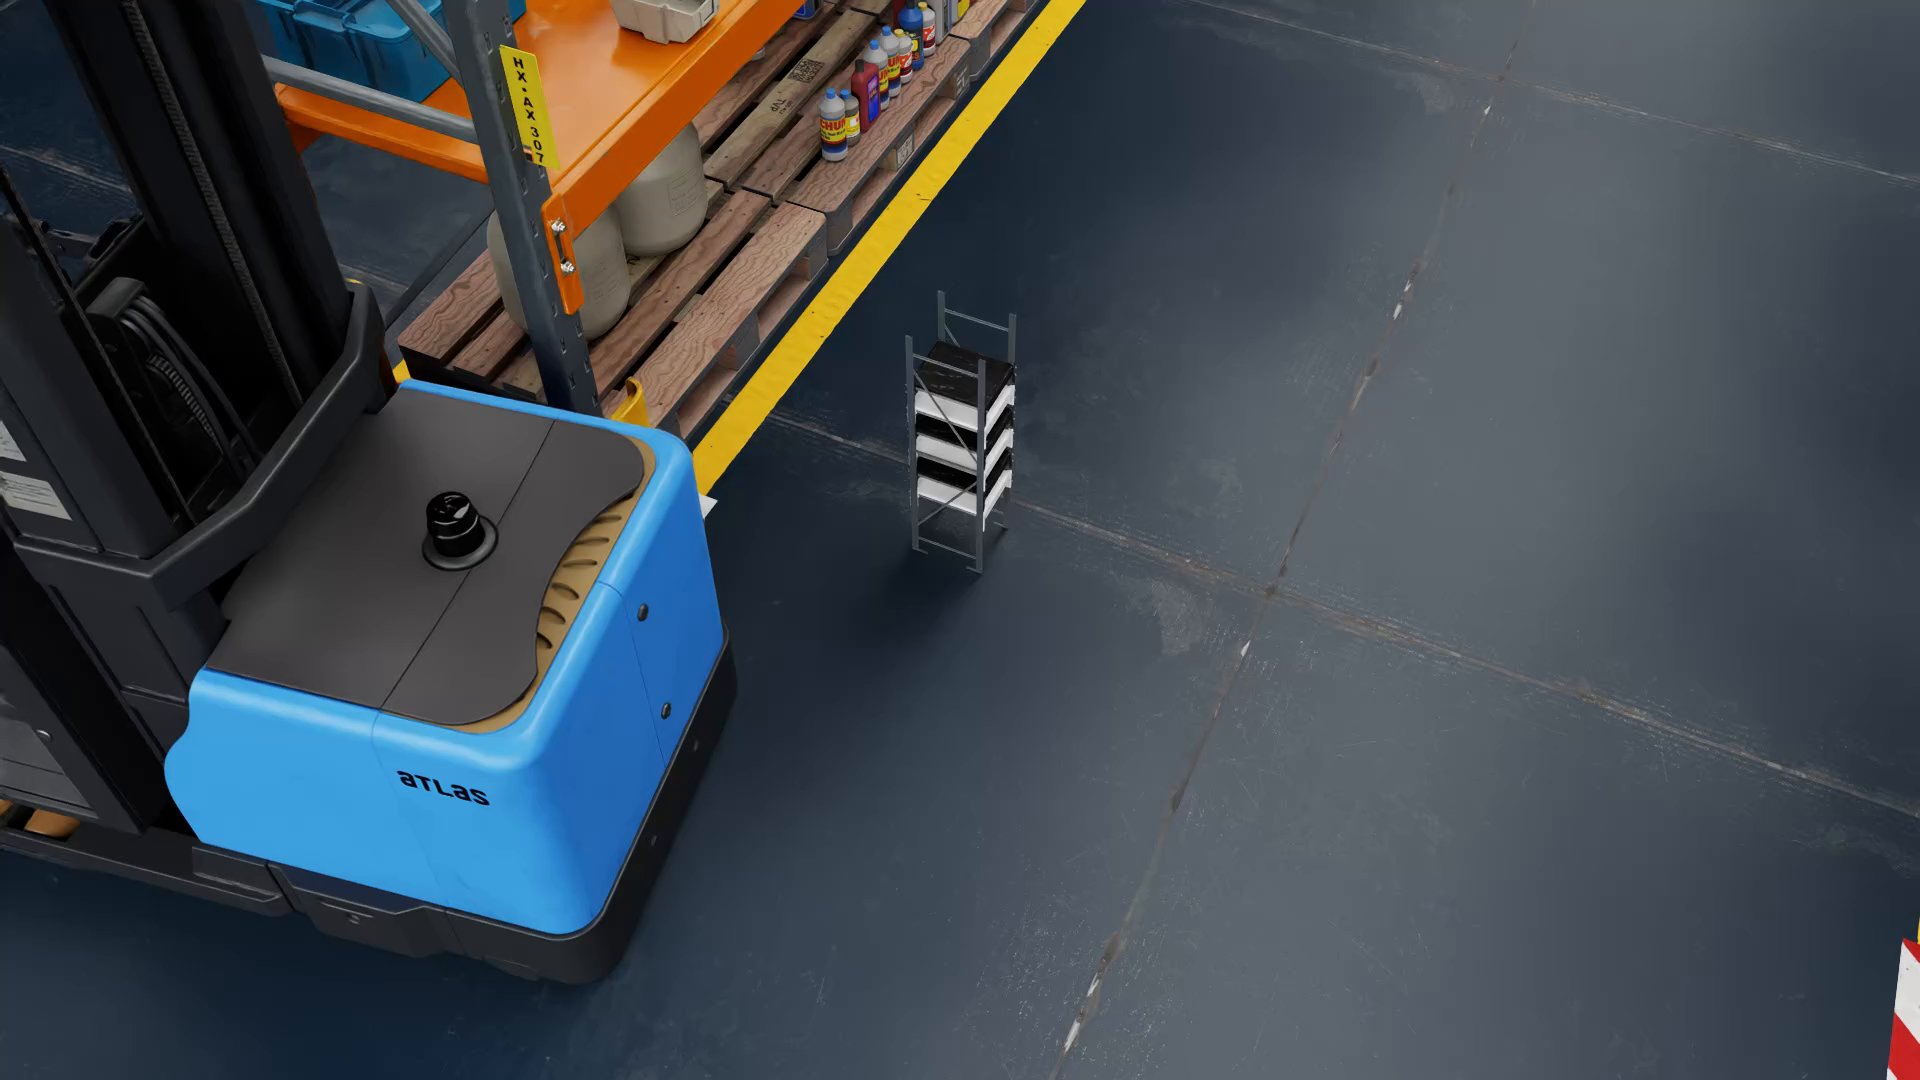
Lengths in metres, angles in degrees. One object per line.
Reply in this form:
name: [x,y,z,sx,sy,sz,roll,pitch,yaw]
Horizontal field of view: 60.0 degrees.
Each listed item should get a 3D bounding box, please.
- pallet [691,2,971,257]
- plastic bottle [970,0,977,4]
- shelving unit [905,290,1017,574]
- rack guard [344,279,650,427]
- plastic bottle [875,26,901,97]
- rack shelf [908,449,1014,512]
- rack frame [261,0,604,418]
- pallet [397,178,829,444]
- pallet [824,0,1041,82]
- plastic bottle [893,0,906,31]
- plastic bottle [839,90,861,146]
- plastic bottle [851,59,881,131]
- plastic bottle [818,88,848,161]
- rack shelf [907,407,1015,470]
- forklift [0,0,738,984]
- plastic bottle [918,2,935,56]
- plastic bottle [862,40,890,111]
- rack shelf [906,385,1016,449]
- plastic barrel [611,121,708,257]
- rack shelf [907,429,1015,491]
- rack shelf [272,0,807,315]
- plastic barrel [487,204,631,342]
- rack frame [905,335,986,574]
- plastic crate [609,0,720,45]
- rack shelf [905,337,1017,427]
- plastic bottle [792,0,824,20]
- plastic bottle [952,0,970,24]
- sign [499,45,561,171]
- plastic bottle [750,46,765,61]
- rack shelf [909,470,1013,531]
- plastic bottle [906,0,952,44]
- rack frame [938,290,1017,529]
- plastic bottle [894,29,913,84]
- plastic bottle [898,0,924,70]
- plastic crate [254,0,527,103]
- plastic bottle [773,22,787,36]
pallet: [-0.657,-1.680,6.541,1.003,0.211,1.213,20,52,16]
plastic bottle: [0.059,-2.343,6.769,0.061,0.283,0.133,23,53,18]
shelving unit: [0.003,-0.297,4.912,0.258,0.900,0.210,20,52,16]
rack guard: [-1.532,-0.379,5.244,1.175,0.500,0.348,20,52,16]
plastic bottle: [-0.276,-1.832,6.342,0.097,0.271,0.097,0,50,0]
rack shelf: [0.003,-0.217,5.006,0.258,0.077,0.200,20,52,16]
rack frame: [-1.522,-1.122,4.235,1.000,3.000,0.127,20,52,16]
pallet: [-1.180,-0.843,5.829,1.003,0.211,1.213,20,52,16]
pallet: [-0.138,-2.523,7.259,1.003,0.211,1.213,20,52,16]
plastic bottle: [-0.217,-2.170,6.622,0.061,0.283,0.133,20,52,16]
plastic bottle: [-0.421,-1.576,6.170,0.097,0.201,0.097,0,50,0]
plastic bottle: [-0.352,-1.681,6.205,0.061,0.283,0.133,21,53,17]
plastic bottle: [-0.465,-1.527,6.082,0.097,0.271,0.097,0,50,0]
rack shelf: [0.003,-0.334,4.869,0.258,0.077,0.200,20,52,16]
forklift: [-2.216,-0.454,3.711,3.031,2.935,1.130,12,51,10]
plastic bottle: [-0.146,-2.019,6.547,0.097,0.201,0.097,0,50,0]
plastic bottle: [-0.319,-1.763,6.283,0.097,0.271,0.097,0,50,0]
rack shelf: [0.003,-0.392,4.800,0.258,0.077,0.200,20,52,16]
plastic barrel: [-1.096,-1.275,5.723,0.421,0.512,0.421,0,50,0]
rack shelf: [0.003,-0.276,4.937,0.258,0.077,0.200,20,52,16]
rack shelf: [-0.667,-2.266,5.681,1.077,0.370,4.000,20,52,16]
plastic barrel: [-1.310,-0.929,5.429,0.421,0.512,0.421,0,50,0]
rack frame: [-0.040,-0.227,4.852,0.240,0.900,0.006,20,52,16]
plastic crate: [-0.849,-1.548,4.770,0.298,0.136,0.250,20,52,16]
rack shelf: [0.003,-0.451,4.732,0.258,0.077,0.200,20,52,16]
plastic bottle: [-0.651,-2.261,6.704,0.152,0.276,0.135,20,52,16]
plastic bottle: [-0.047,-2.268,6.661,0.144,0.351,0.185,19,52,16]
sign: [-1.026,-1.029,3.975,0.100,0.325,0.005,20,52,16]
plastic bottle: [-0.821,-1.997,6.528,0.097,0.201,0.097,0,50,0]
rack shelf: [0.003,-0.159,5.075,0.258,0.077,0.200,20,52,16]
plastic bottle: [-0.120,-2.133,6.595,0.152,0.276,0.135,21,53,17]
rack frame: [0.047,-0.367,4.972,0.240,0.900,0.006,20,52,16]
plastic bottle: [-0.234,-1.877,6.427,0.097,0.201,0.097,0,50,0]
plastic bottle: [-0.190,-1.971,6.461,0.097,0.271,0.097,0,50,0]
plastic crate: [-1.578,-1.515,4.668,0.499,0.251,0.616,20,52,16]
plastic bottle: [-0.747,-2.131,6.642,0.097,0.201,0.097,0,50,0]
